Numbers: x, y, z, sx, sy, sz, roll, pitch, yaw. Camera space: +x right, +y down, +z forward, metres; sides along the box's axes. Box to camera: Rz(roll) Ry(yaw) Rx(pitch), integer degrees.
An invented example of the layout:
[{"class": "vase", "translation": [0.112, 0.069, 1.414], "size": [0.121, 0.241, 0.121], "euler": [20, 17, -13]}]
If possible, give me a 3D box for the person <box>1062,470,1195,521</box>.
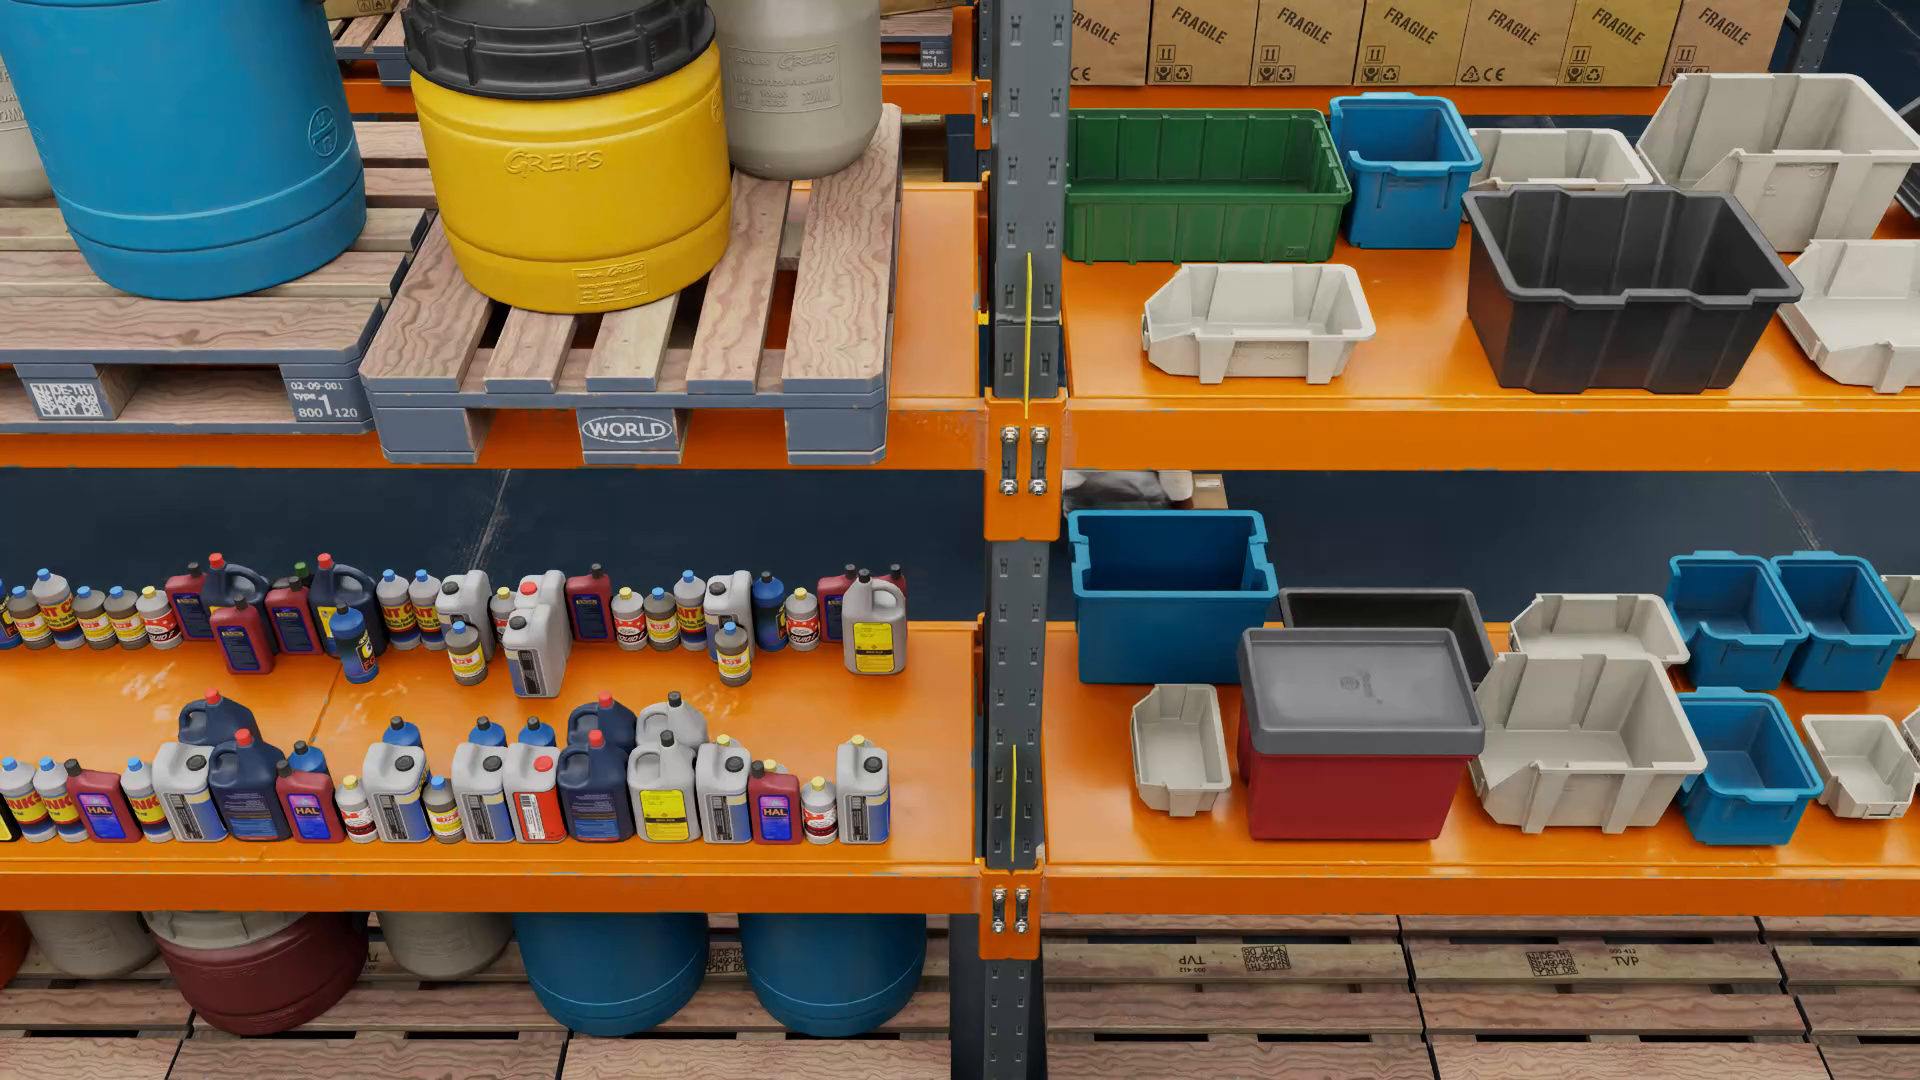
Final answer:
[{"class": "person", "translation": [0.779, -0.338, 7.342], "size": [0.951, 0.834, 0.530], "euler": [-1, 39, -1]}]
